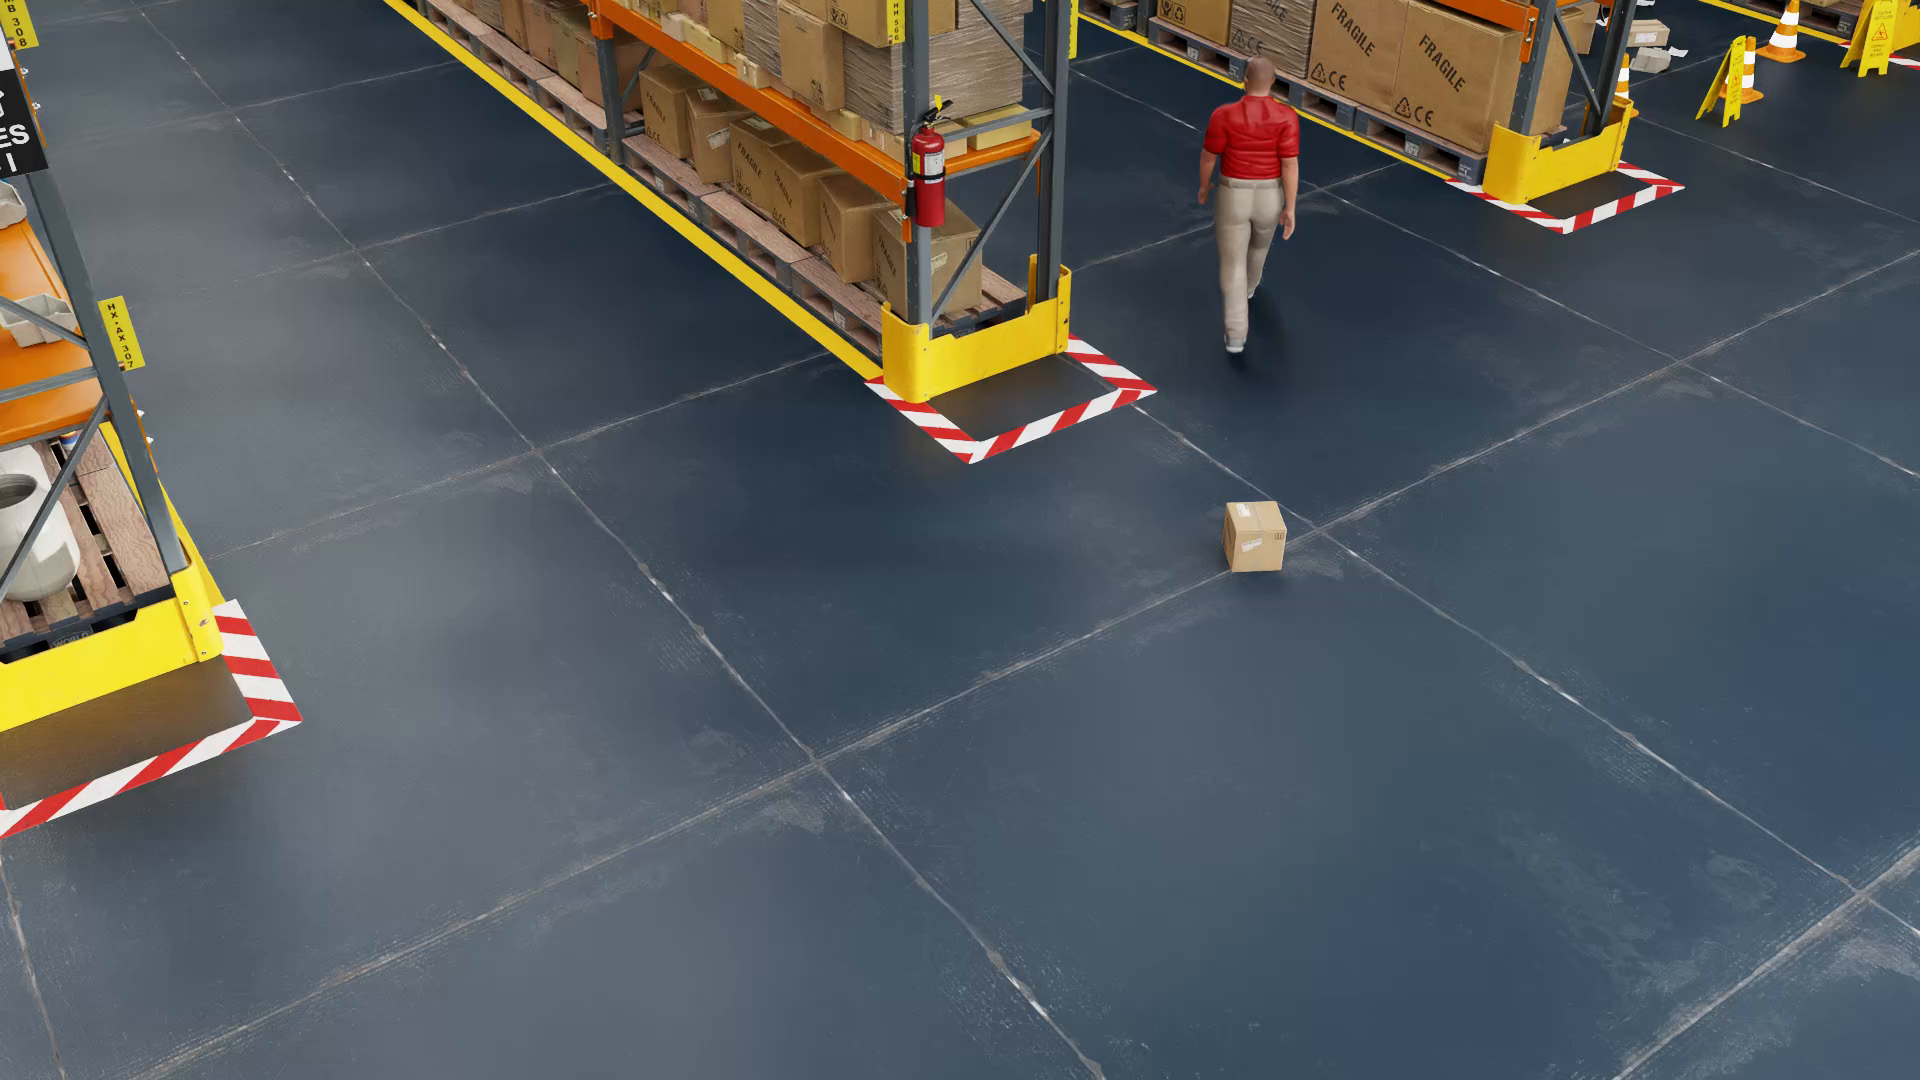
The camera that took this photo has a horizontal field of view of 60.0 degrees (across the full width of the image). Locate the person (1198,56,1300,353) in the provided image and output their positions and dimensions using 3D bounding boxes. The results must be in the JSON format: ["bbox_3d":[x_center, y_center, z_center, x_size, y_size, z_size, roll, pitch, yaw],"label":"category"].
[{"bbox_3d":[1.677,-2.050,9.832,0.550,1.657,1.096,0,36,0],"label":"person"}]
